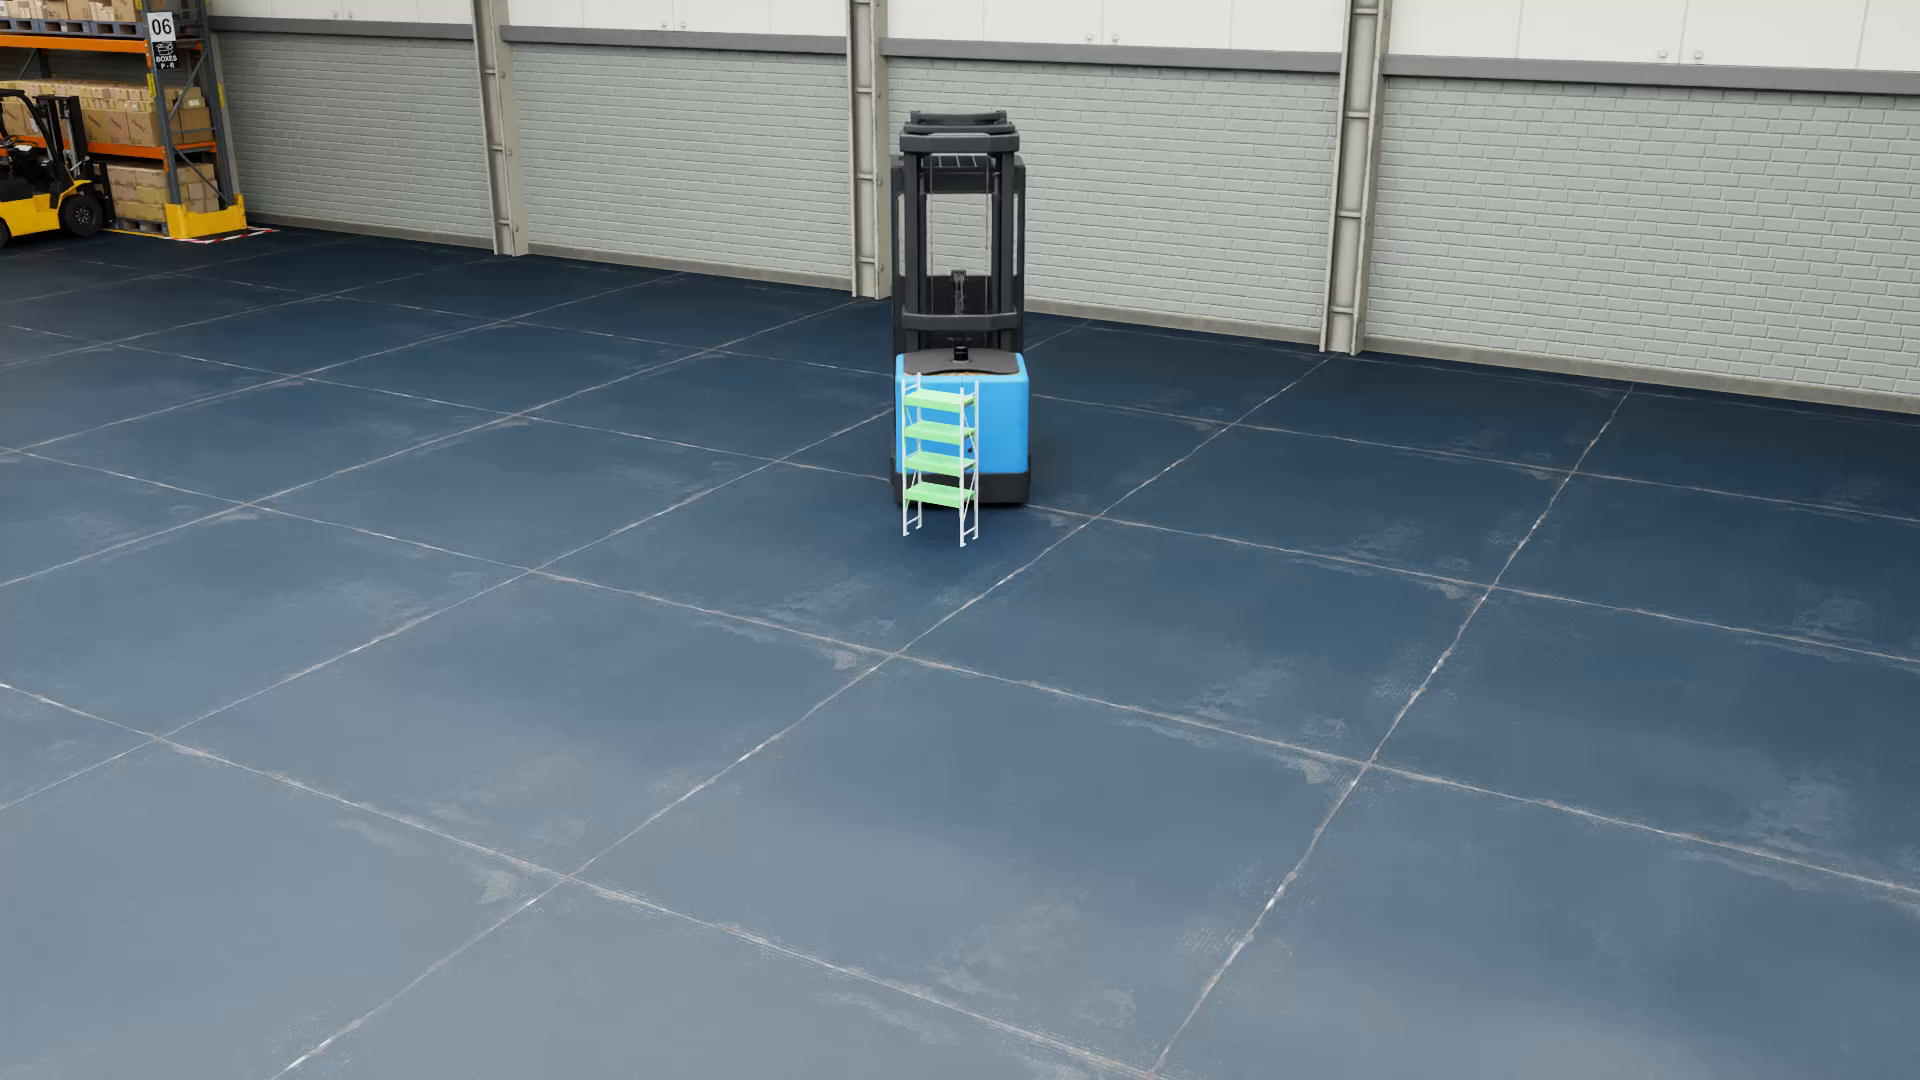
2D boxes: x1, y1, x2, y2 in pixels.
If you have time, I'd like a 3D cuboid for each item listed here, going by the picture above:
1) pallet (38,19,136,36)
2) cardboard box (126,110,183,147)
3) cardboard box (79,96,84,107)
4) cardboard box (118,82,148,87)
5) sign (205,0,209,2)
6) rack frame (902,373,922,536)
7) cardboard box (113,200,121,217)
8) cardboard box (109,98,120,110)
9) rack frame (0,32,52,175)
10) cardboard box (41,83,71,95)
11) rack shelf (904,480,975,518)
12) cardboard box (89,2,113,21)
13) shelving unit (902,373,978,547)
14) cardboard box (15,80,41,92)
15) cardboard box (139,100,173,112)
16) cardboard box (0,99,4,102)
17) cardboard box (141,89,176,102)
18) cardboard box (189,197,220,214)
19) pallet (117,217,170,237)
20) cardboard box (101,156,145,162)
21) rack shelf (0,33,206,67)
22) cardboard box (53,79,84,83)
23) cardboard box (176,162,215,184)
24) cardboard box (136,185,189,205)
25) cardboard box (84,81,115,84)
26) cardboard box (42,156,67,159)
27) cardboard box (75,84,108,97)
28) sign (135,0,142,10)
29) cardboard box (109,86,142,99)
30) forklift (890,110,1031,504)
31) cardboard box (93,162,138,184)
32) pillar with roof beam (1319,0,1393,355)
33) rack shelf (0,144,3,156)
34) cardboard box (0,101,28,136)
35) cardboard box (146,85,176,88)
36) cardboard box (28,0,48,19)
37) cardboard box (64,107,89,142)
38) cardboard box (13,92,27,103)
[{"bbox_3d":[-13.083,-7.774,25.128,1.213,0.211,1.003,11,23,27],"label":"pallet"},{"bbox_3d":[-11.967,-6.128,24.714,0.500,0.500,0.500,10,22,26],"label":"cardboard box"},{"bbox_3d":[-13.155,-6.678,25.279,0.250,0.149,0.380,11,22,27],"label":"cardboard box"},{"bbox_3d":[-12.680,-6.937,25.556,0.250,0.149,0.380,10,22,26],"label":"cardboard box"},{"bbox_3d":[-11.134,-8.100,24.500,0.005,0.325,0.100,11,23,27],"label":"sign"},{"bbox_3d":[-0.358,-0.632,12.348,0.015,1.200,0.240,11,23,27],"label":"rack frame"},{"bbox_3d":[-12.836,-5.138,25.547,0.500,0.250,0.500,11,23,28],"label":"cardboard box"},{"bbox_3d":[-12.494,-6.543,24.907,0.250,0.149,0.380,11,22,27],"label":"cardboard box"},{"bbox_3d":[-14.902,-6.743,26.555,0.127,3.000,1.000,11,23,27],"label":"rack frame"},{"bbox_3d":[-13.854,-6.928,25.532,0.250,0.149,0.380,10,22,26],"label":"cardboard box"},{"bbox_3d":[-0.145,-0.306,12.340,0.480,0.148,0.258,11,23,27],"label":"rack shelf"},{"bbox_3d":[-12.503,-7.758,24.391,0.258,0.266,0.396,11,23,27],"label":"cardboard box"},{"bbox_3d":[-0.145,-0.592,12.236,0.503,1.200,0.258,11,23,27],"label":"shelving unit"},{"bbox_3d":[-14.487,-7.082,25.955,0.250,0.149,0.380,11,23,28],"label":"cardboard box"},{"bbox_3d":[-11.849,-6.404,24.522,0.250,0.149,0.380,11,23,28],"label":"cardboard box"},{"bbox_3d":[-15.455,-6.913,26.510,0.500,0.250,0.500,10,22,26],"label":"cardboard box"},{"bbox_3d":[-11.825,-6.566,24.534,0.250,0.149,0.380,11,23,27],"label":"cardboard box"},{"bbox_3d":[-11.743,-5.122,25.504,0.500,0.250,0.500,11,23,28],"label":"cardboard box"},{"bbox_3d":[-12.098,-4.882,25.513,1.213,0.211,1.003,11,23,27],"label":"pallet"},{"bbox_3d":[-13.050,-5.844,26.028,0.500,0.250,0.500,10,22,26],"label":"cardboard box"},{"bbox_3d":[-13.156,-7.482,25.249,4.000,0.370,1.077,11,23,27],"label":"rack shelf"},{"bbox_3d":[-14.039,-7.177,26.219,0.250,0.149,0.380,11,22,27],"label":"cardboard box"},{"bbox_3d":[-11.737,-5.589,25.323,0.500,0.250,0.500,10,22,26],"label":"cardboard box"},{"bbox_3d":[-11.987,-5.205,25.000,0.500,0.250,0.500,10,22,27],"label":"cardboard box"},{"bbox_3d":[-13.373,-7.049,25.864,0.250,0.149,0.380,11,22,27],"label":"cardboard box"},{"bbox_3d":[-14.191,-5.856,26.059,0.500,0.250,0.500,11,23,27],"label":"cardboard box"},{"bbox_3d":[-13.167,-6.820,25.232,0.250,0.149,0.380,11,23,28],"label":"cardboard box"},{"bbox_3d":[-11.686,-7.707,23.633,0.005,0.325,0.100,11,23,27],"label":"sign"},{"bbox_3d":[-12.478,-6.697,24.894,0.250,0.149,0.380,11,23,28],"label":"cardboard box"},{"bbox_3d":[-0.024,-2.113,13.892,1.130,2.935,3.031,-1,20,-2],"label":"forklift"},{"bbox_3d":[-12.858,-5.600,25.355,0.500,0.250,0.500,11,23,28],"label":"cardboard box"},{"bbox_3d":[2.037,-5.007,12.972,0.400,9.000,9.100,11,23,27],"label":"pillar with roof beam"},{"bbox_3d":[-16.648,-6.737,27.594,4.000,0.370,1.077,11,23,27],"label":"rack shelf"},{"bbox_3d":[-14.642,-6.638,26.120,0.500,0.500,0.500,10,22,26],"label":"cardboard box"},{"bbox_3d":[-12.048,-6.782,25.129,0.250,0.149,0.380,11,23,28],"label":"cardboard box"},{"bbox_3d":[-13.754,-7.997,25.048,0.258,0.266,0.396,10,22,26],"label":"cardboard box"},{"bbox_3d":[-13.308,-6.383,25.416,0.500,0.500,0.500,11,23,28],"label":"cardboard box"},{"bbox_3d":[-14.525,-6.921,25.948,0.250,0.149,0.380,11,23,29],"label":"cardboard box"}]
